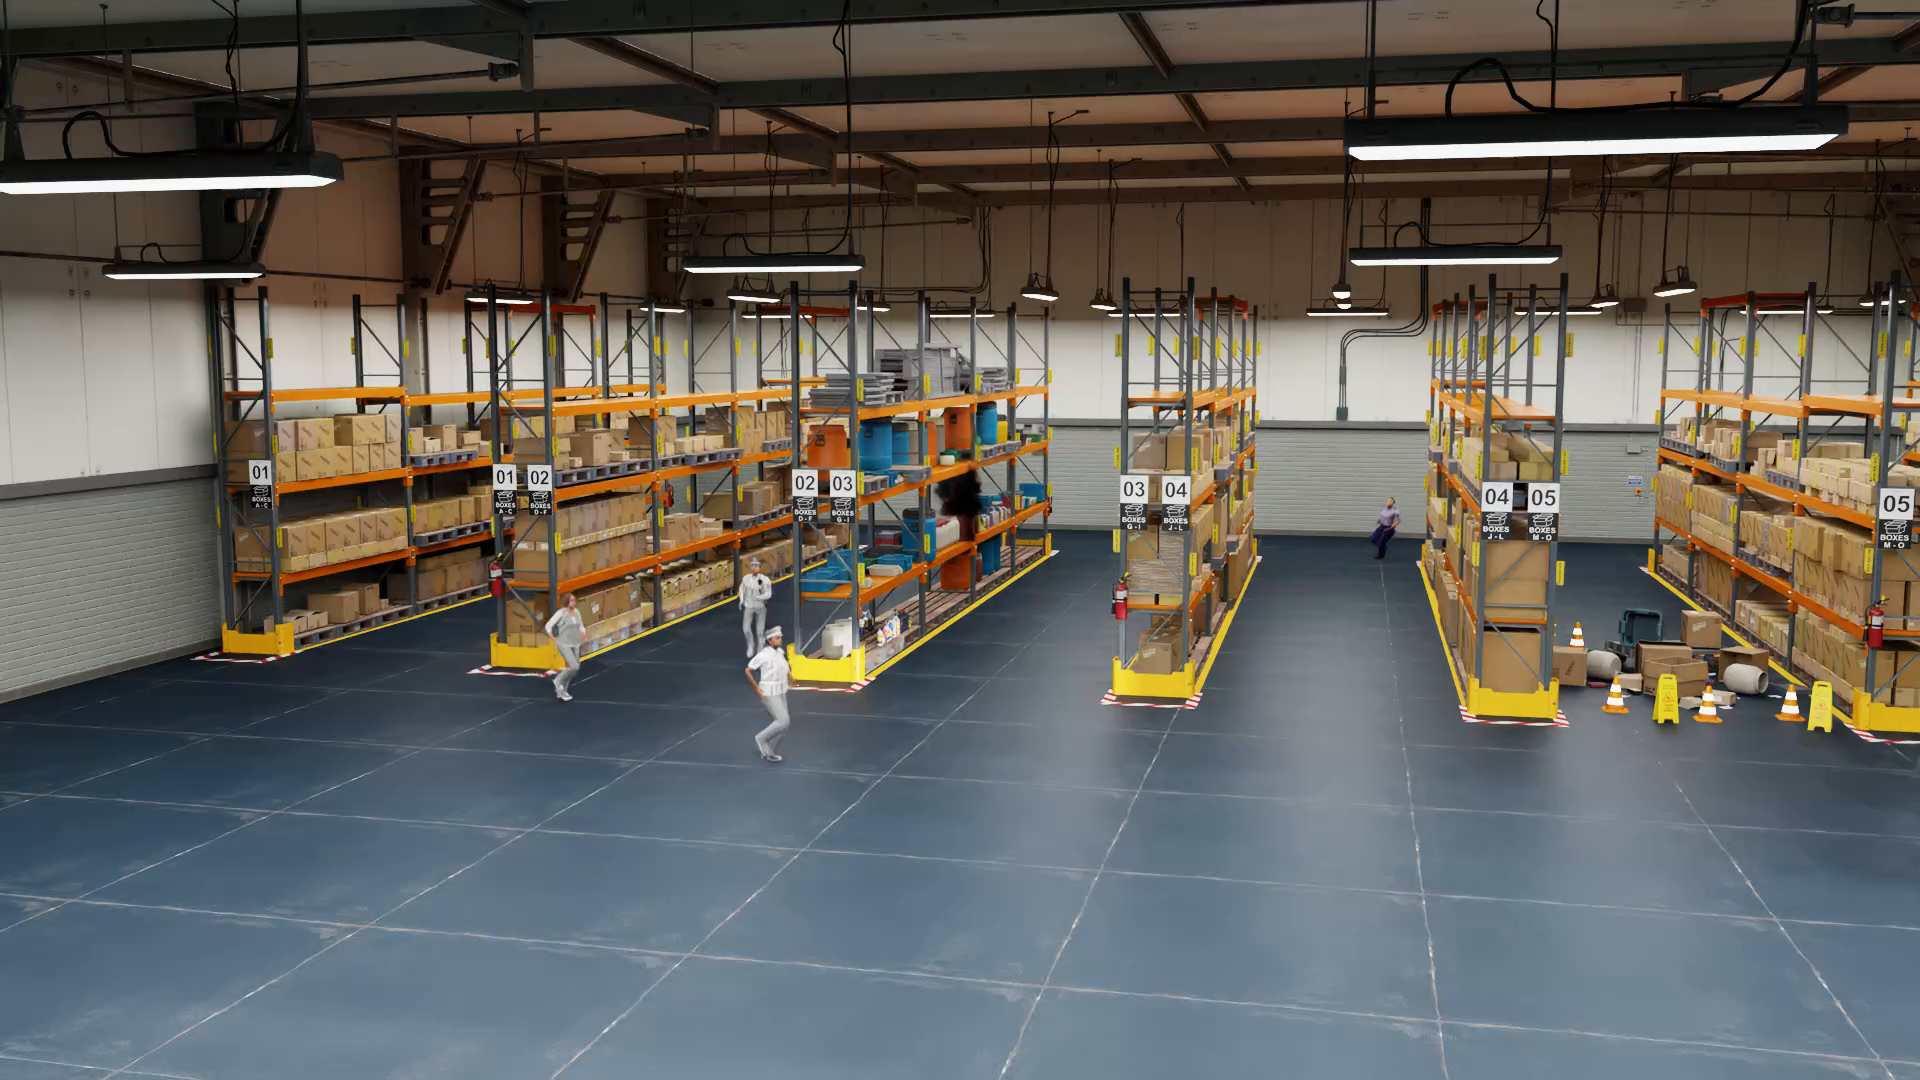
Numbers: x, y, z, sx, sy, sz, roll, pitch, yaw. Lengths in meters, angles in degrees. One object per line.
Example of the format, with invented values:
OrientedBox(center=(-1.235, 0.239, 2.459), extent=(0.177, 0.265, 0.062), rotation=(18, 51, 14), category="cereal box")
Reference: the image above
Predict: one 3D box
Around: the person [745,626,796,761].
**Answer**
OrientedBox(center=(-2.222, 1.865, 20.159), extent=(0.560, 1.659, 0.577), rotation=(3, 7, 28), category="person")

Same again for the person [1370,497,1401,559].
OrientedBox(center=(10.081, -0.277, 39.457), extent=(0.500, 1.529, 0.770), rotation=(-3, 7, -23), category="person")

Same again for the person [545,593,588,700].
OrientedBox(center=(-5.540, 1.519, 23.612), extent=(0.626, 1.555, 0.521), rotation=(5, 8, 36), category="person")

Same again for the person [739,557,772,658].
OrientedBox(center=(-3.305, 1.098, 26.717), extent=(0.593, 1.660, 0.624), rotation=(1, 7, 6), category="person")
